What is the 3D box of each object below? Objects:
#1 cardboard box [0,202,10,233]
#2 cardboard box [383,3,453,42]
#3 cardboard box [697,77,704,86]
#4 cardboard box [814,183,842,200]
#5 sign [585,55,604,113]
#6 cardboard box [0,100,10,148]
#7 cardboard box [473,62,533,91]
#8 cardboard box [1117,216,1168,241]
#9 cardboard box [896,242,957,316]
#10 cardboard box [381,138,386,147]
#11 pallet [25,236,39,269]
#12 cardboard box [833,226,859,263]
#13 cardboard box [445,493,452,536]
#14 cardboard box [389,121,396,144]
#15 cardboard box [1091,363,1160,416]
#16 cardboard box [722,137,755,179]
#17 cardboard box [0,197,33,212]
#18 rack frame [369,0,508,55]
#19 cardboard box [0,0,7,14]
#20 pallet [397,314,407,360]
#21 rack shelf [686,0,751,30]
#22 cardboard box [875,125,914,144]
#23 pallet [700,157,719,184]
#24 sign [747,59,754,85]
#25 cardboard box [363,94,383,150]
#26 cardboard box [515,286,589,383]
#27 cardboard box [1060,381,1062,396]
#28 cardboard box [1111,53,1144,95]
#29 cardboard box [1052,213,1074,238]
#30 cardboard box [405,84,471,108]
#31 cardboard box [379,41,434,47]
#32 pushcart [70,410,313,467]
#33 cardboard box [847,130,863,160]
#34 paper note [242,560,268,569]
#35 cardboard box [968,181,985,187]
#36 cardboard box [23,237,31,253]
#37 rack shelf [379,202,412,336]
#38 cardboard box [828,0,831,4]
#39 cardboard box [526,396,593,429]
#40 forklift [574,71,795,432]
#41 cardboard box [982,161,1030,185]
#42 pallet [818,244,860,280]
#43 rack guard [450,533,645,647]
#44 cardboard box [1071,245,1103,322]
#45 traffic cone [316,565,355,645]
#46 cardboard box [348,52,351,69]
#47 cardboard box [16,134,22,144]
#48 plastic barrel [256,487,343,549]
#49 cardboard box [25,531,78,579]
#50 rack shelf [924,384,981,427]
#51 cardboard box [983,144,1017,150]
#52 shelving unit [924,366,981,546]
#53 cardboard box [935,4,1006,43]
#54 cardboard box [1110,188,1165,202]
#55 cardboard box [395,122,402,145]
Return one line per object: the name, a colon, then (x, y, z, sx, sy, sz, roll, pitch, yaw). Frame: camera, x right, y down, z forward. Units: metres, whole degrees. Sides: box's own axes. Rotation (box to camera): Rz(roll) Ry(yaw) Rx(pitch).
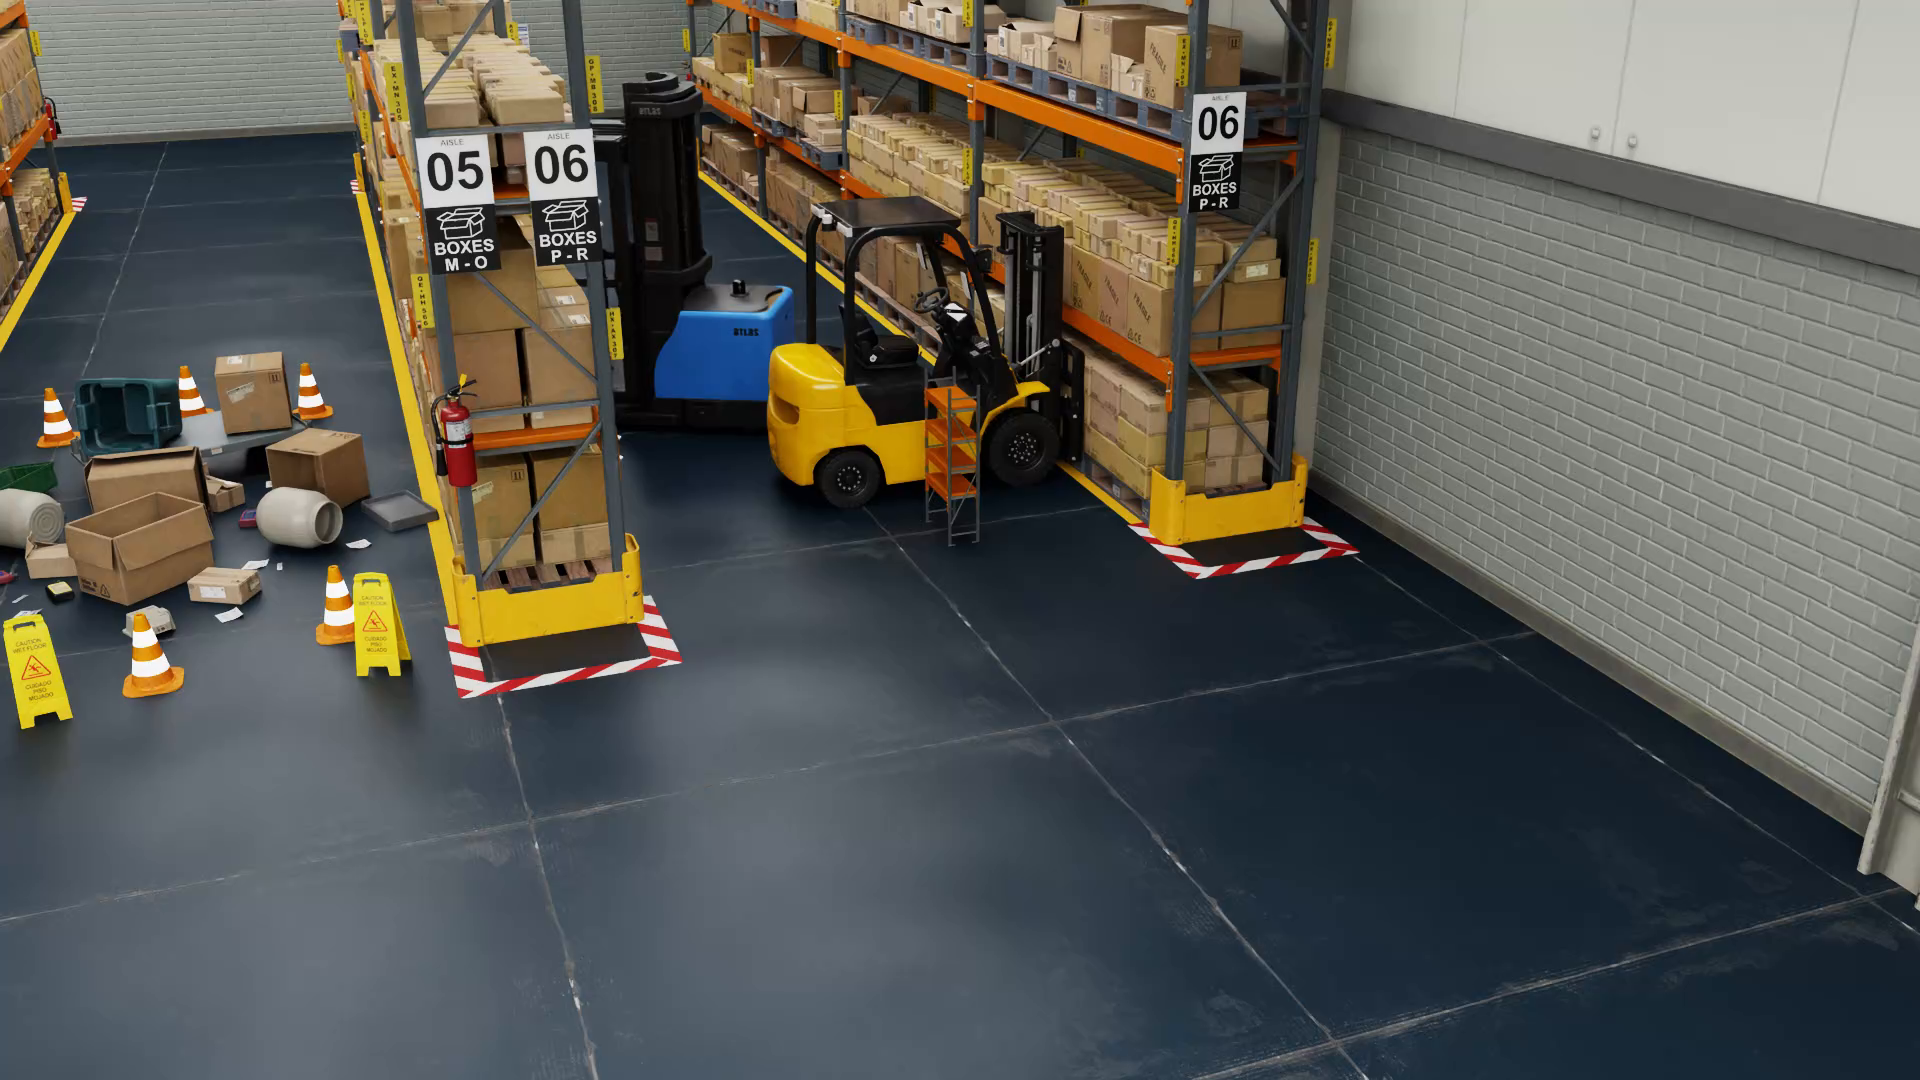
cardboard box: (-10.988, -3.599, 18.639, 0.500, 0.250, 0.500, -9, 24, -20)
cardboard box: (-4.390, -4.187, 13.468, 0.500, 0.250, 0.500, -8, 24, -18)
cardboard box: (-3.803, -7.027, 25.382, 0.380, 0.149, 0.250, -9, 24, -19)
cardboard box: (-1.565, -4.267, 20.355, 0.380, 0.149, 0.250, -9, 24, -20)
sign: (-2.145, -2.663, 9.718, 0.100, 0.325, 0.005, -8, 24, -19)
cardboard box: (-11.426, -4.845, 19.372, 0.500, 0.500, 0.500, -9, 24, -20)
cardboard box: (-3.096, -3.152, 11.300, 0.380, 0.149, 0.250, -8, 24, -18)
cardboard box: (1.413, -2.346, 12.608, 0.380, 0.149, 0.250, -8, 24, -19)
cardboard box: (-0.153, -2.782, 17.506, 0.875, 0.625, 0.625, -9, 25, -21)
cardboard box: (-5.152, -3.511, 15.666, 0.500, 0.500, 0.500, -8, 24, -18)
pallet: (-11.758, -3.402, 20.049, 1.003, 0.211, 1.213, -8, 24, -19)
cardboard box: (-1.187, -3.558, 19.508, 0.500, 0.500, 0.500, -8, 24, -17)
cardboard box: (-3.366, -0.176, 11.805, 0.500, 0.250, 0.500, -8, 24, -19)
cardboard box: (-3.812, -2.896, 11.720, 0.380, 0.149, 0.250, -9, 24, -20)
cardboard box: (1.349, -1.182, 12.905, 0.500, 0.250, 0.500, -8, 24, -18)
cardboard box: (-3.177, -5.584, 24.314, 0.500, 0.500, 0.500, -8, 24, -18)
cardboard box: (-11.719, -4.144, 20.584, 0.380, 0.149, 0.250, -8, 24, -18)
rack frame: (-4.066, -5.021, 12.577, 1.000, 3.000, 0.127, -8, 24, -19)
cardboard box: (-11.936, -6.528, 20.208, 0.500, 0.250, 0.500, -7, 24, -17)
pallet: (-5.204, -2.141, 17.058, 1.003, 0.211, 1.213, -8, 24, -19)
rack shelf: (-2.956, -7.623, 23.539, 1.077, 0.370, 4.000, -8, 24, -19)
cardboard box: (-0.685, -4.301, 17.629, 0.380, 0.149, 0.250, -8, 24, -18)
pallet: (-3.353, -5.697, 25.495, 1.003, 0.211, 1.213, -8, 24, -19)
sign: (-2.755, -6.168, 21.907, 0.100, 0.325, 0.005, -8, 24, -19)
cardboard box: (-5.906, -4.369, 17.338, 0.500, 0.500, 0.500, -9, 24, -20)
cardboard box: (-2.747, -1.384, 11.161, 0.500, 0.500, 0.500, -8, 24, -17)
cardboard box: (0.983, -1.327, 13.893, 0.500, 0.250, 0.500, -8, 24, -19)
cardboard box: (1.323, -3.397, 12.090, 0.396, 0.266, 0.258, -8, 24, -19)
cardboard box: (0.971, -2.568, 13.516, 0.380, 0.149, 0.250, -9, 24, -20)
cardboard box: (-3.211, -2.709, 10.250, 0.380, 0.149, 0.250, -9, 24, -20)
cardboard box: (-4.141, -3.641, 12.461, 0.380, 0.149, 0.250, -8, 24, -17)
pushcart: (-6.181, -0.717, 13.466, 1.648, 0.377, 0.936, -18, 29, -37)
cardboard box: (-0.932, -4.356, 18.272, 0.500, 0.250, 0.500, -8, 24, -19)
paper note: (-5.009, 0.171, 11.821, 0.148, 0.019, 0.142, 0, 23, -1)
cardboard box: (0.248, -3.378, 15.438, 0.380, 0.149, 0.250, -7, 24, -17)
cardboard box: (-11.315, -3.504, 19.831, 0.380, 0.149, 0.250, -9, 25, -21)
rack shelf: (-4.772, -2.652, 15.606, 1.077, 0.370, 4.000, -8, 24, -19)
cardboard box: (-1.260, -6.082, 18.636, 0.380, 0.149, 0.250, -9, 24, -20)
cardboard box: (-2.579, -0.839, 10.703, 0.380, 0.149, 0.250, -8, 24, -19)
forklift: (-3.029, -2.513, 14.438, 3.031, 2.935, 1.130, 2, 23, 6)
cardboard box: (0.411, -3.265, 14.787, 0.380, 0.149, 0.250, -8, 24, -18)
pallet: (-1.065, -3.384, 20.007, 1.003, 0.211, 1.213, -8, 24, -19)
rack guard: (-2.680, 0.321, 10.845, 1.175, 0.500, 0.348, -8, 24, -19)
cardboard box: (1.214, -2.051, 13.124, 0.500, 0.500, 0.500, -9, 24, -20)
traffic cone: (-4.012, 0.386, 10.737, 0.336, 0.463, 0.334, -8, 24, -19)
cardboard box: (-7.489, -5.989, 21.182, 0.500, 0.500, 0.500, -9, 24, -20)
cardboard box: (-11.792, -4.952, 20.459, 0.380, 0.149, 0.250, -7, 24, -17)
plastic barrel: (-4.799, -0.159, 12.082, 0.512, 0.421, 0.421, 8, 24, 18)
cardboard box: (-6.331, 0.091, 11.693, 0.396, 0.266, 0.258, -4, 23, -10)
rack shelf: (-0.059, -0.975, 12.007, 0.258, 0.148, 0.480, -8, 24, -19)
cardboard box: (0.346, -3.821, 16.489, 0.380, 0.149, 0.250, -8, 24, -19)
shelving unit: (-0.059, -0.613, 12.160, 0.258, 1.200, 0.503, -8, 24, -19)
cardboard box: (0.093, -4.749, 15.240, 0.500, 0.311, 0.500, -9, 25, -21)
cardboard box: (1.454, -2.781, 13.638, 0.380, 0.149, 0.250, -8, 24, -17)
cardboard box: (-3.450, -2.773, 10.916, 0.500, 0.250, 0.500, -8, 24, -18)
